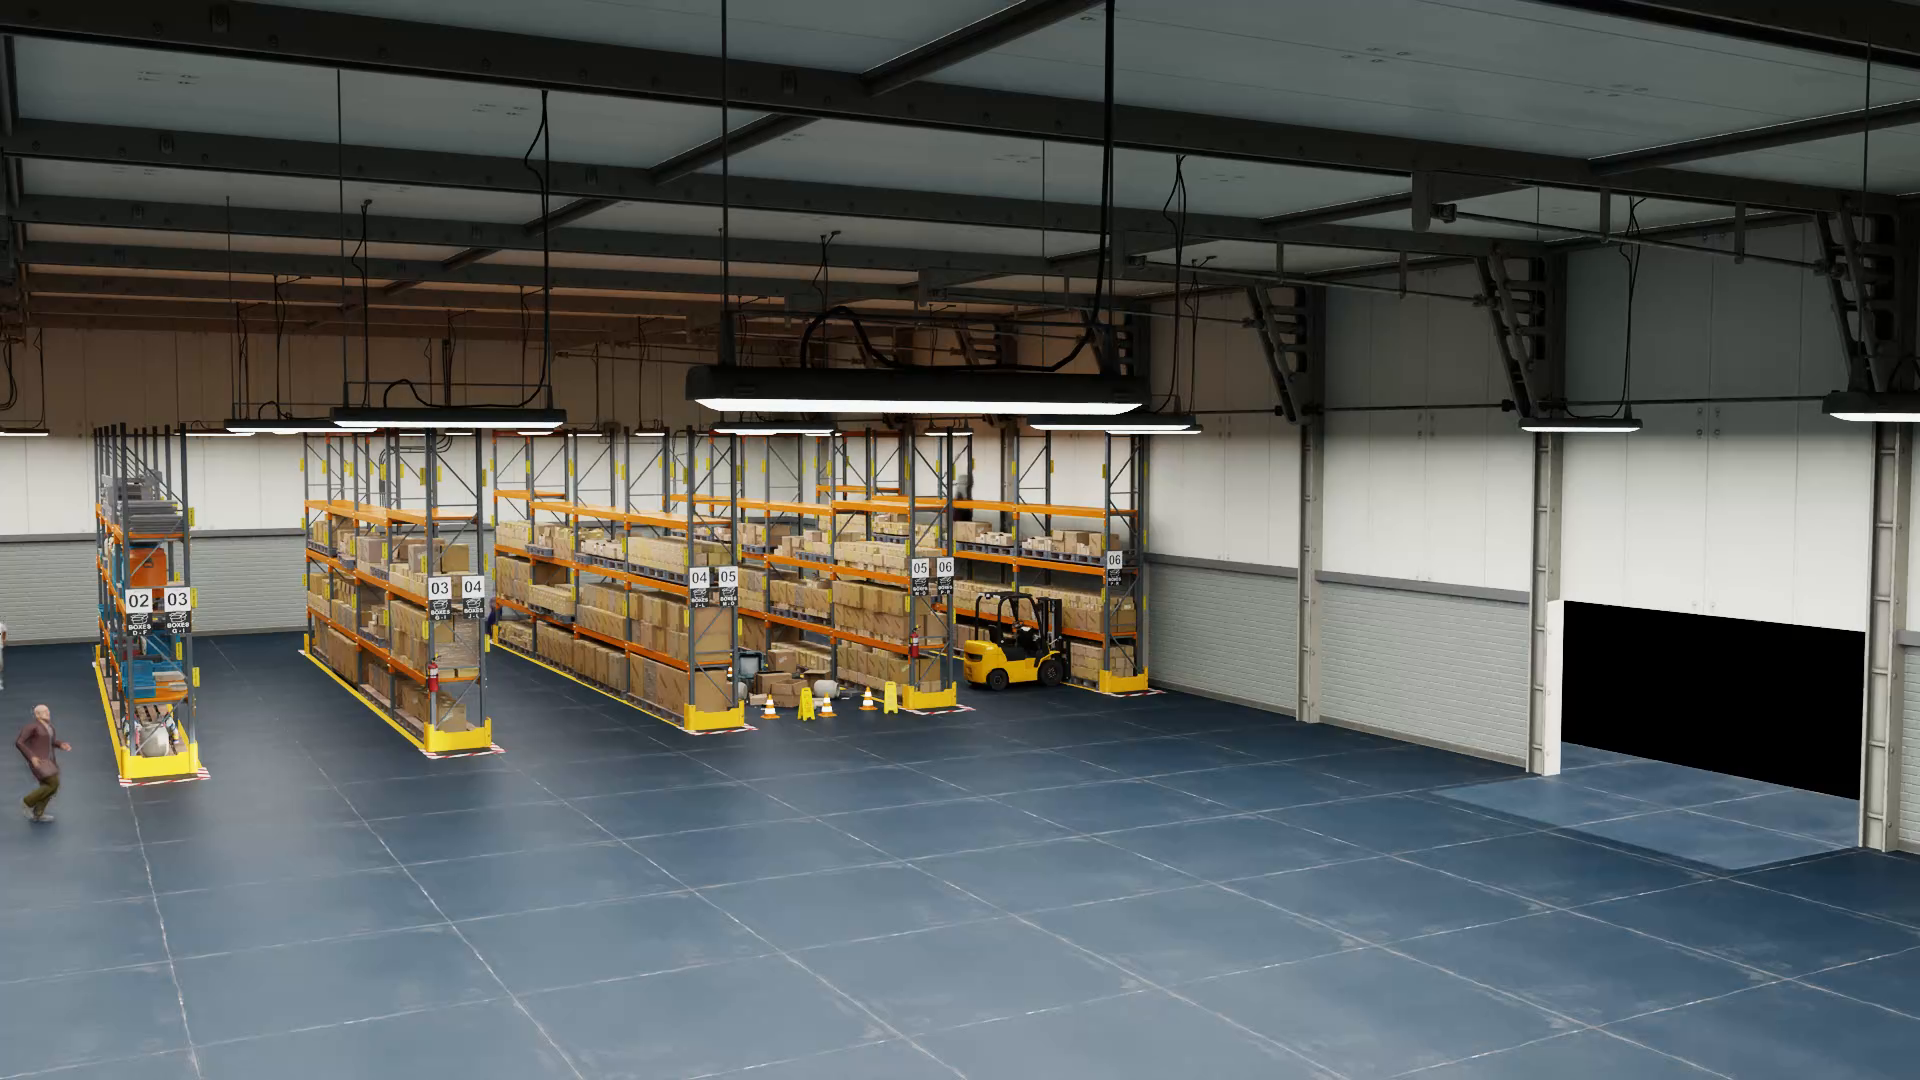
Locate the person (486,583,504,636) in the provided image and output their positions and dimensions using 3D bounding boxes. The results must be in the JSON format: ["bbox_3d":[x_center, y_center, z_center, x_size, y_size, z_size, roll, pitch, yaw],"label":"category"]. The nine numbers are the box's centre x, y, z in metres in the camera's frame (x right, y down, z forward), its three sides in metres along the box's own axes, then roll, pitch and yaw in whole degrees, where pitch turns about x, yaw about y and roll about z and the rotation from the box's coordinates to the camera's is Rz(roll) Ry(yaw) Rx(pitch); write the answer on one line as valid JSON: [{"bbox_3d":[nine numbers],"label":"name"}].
[{"bbox_3d":[-13.382,2.028,48.161,0.897,1.576,0.687,-2,4,-27],"label":"person"}]

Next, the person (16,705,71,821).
[{"bbox_3d":[-13.715,3.339,24.942,0.650,1.747,0.692,0,3,-2],"label":"person"}]

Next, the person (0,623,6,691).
[{"bbox_3d":[-22.165,2.534,38.075,0.635,1.815,0.841,-3,4,-37],"label":"person"}]
